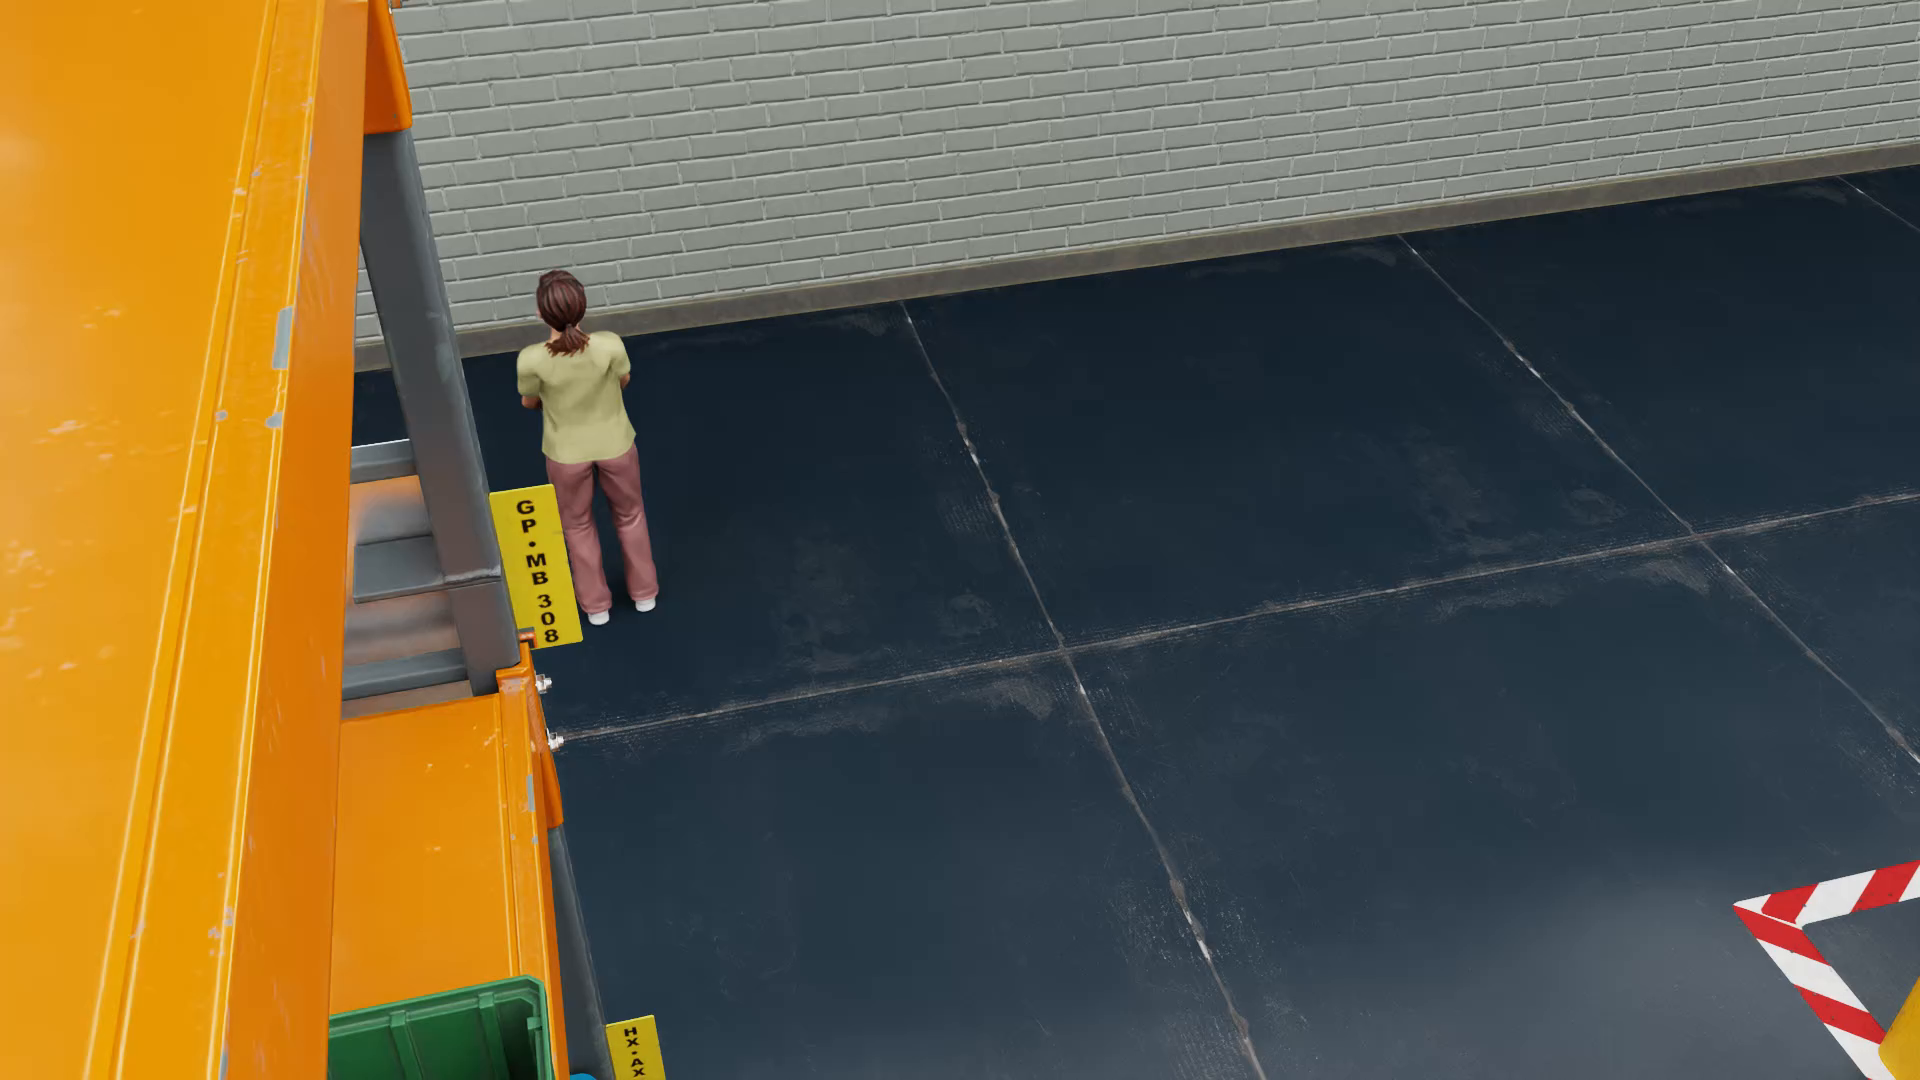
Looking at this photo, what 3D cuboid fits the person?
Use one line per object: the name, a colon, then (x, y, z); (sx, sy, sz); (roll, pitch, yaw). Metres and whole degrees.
person: (-1.499, -0.387, 6.645); (0.435, 1.671, 0.546); (-12, 40, -14)
